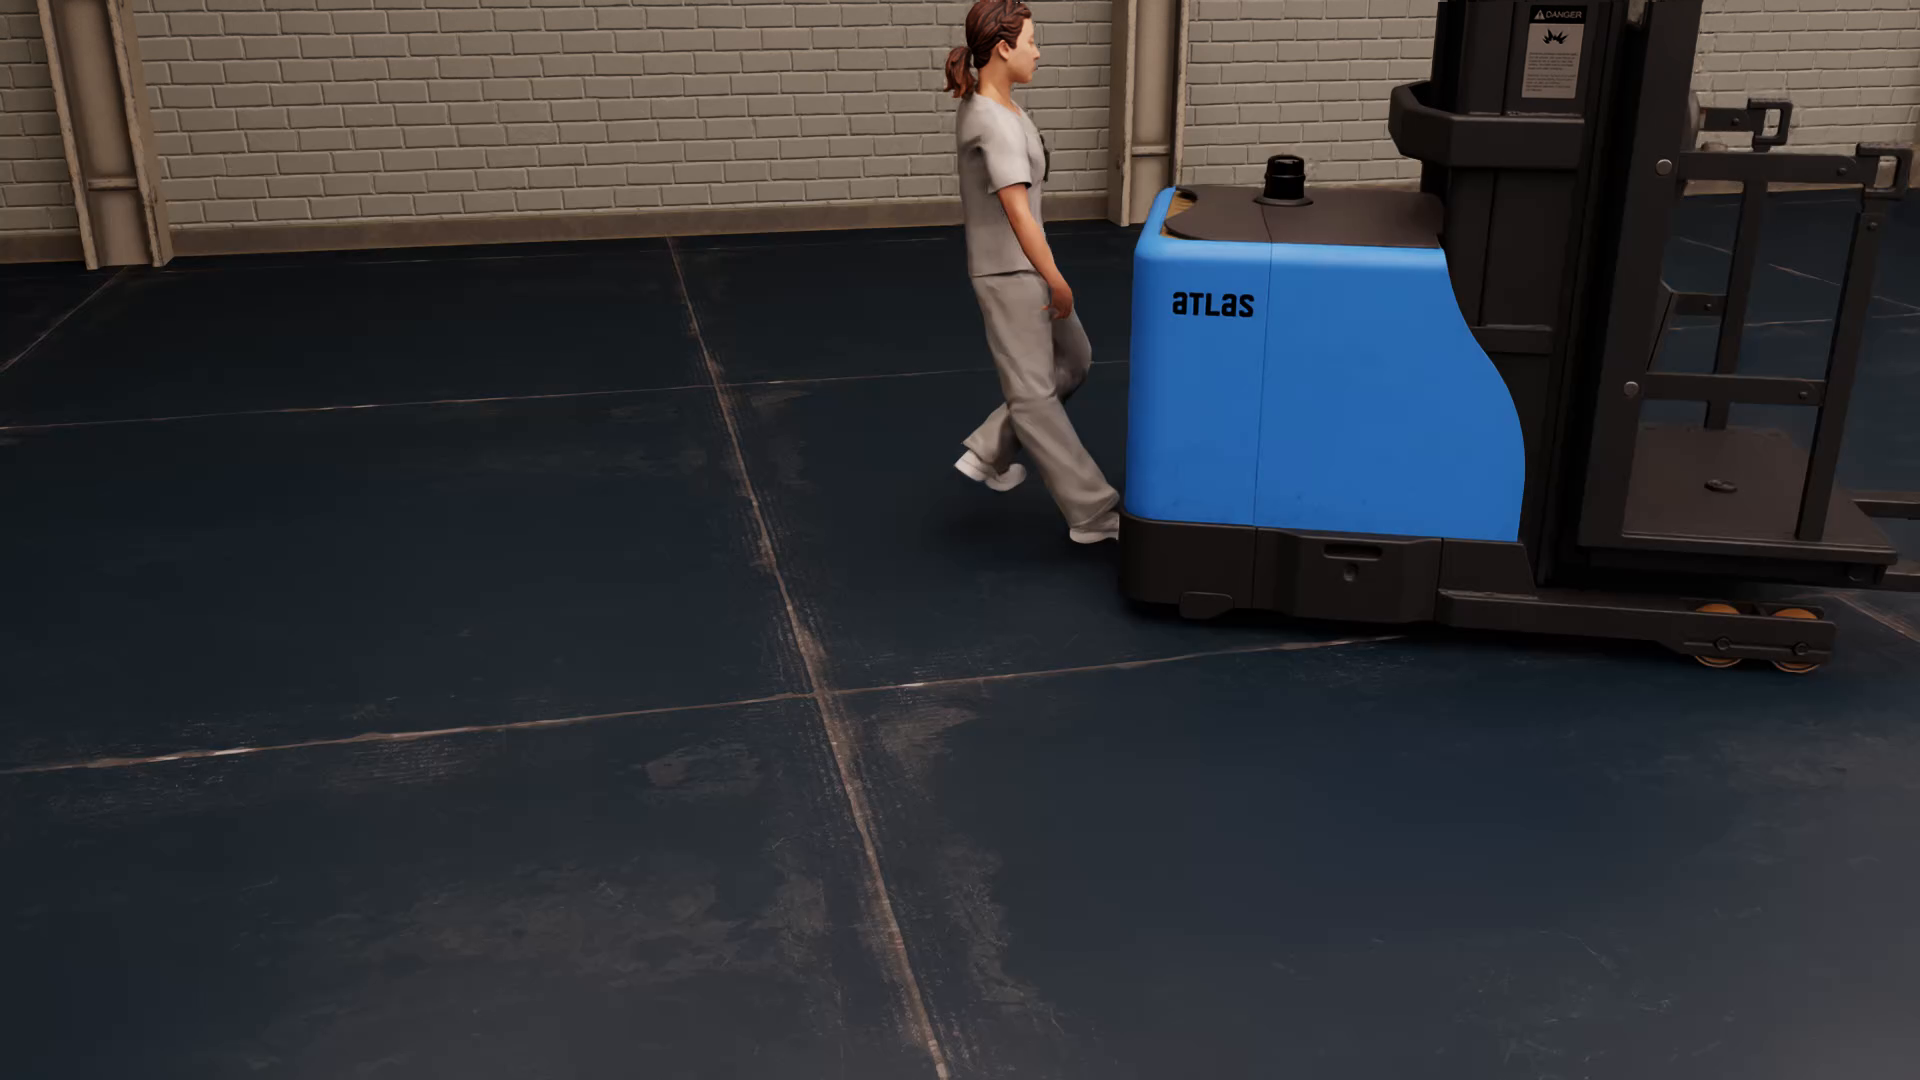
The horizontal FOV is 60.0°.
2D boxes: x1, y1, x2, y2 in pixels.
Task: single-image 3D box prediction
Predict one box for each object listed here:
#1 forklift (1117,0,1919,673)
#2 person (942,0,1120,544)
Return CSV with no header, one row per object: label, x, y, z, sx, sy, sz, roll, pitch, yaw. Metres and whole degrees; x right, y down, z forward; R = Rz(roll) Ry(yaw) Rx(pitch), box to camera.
forklift,2.013,-1.223,4.394,3.031,2.935,1.130,4,21,9
person,0.300,-0.824,5.125,0.713,1.571,0.626,1,21,3
